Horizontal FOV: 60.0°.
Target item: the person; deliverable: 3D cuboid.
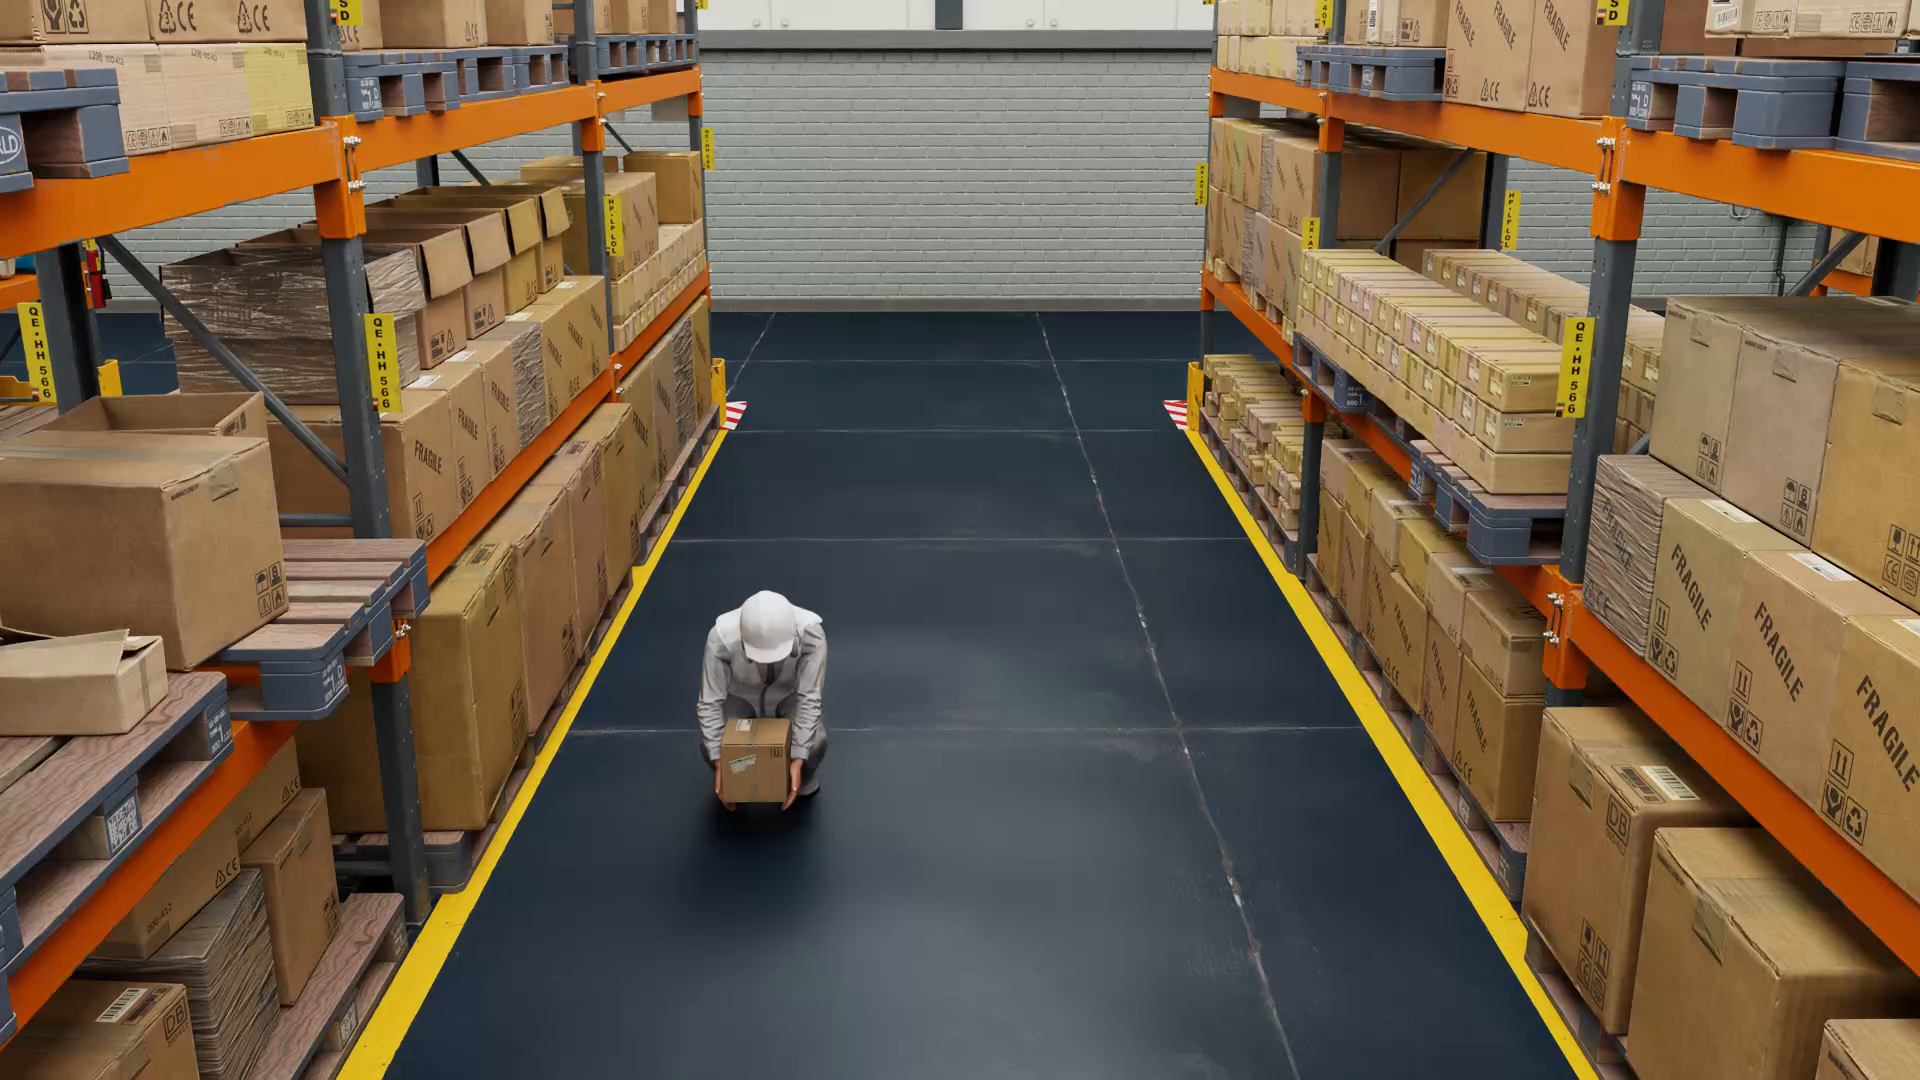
[{"bbox_3d":[-0.803,0.607,6.838,0.529,1.011,0.849,0,17,-1],"label":"person"}]
